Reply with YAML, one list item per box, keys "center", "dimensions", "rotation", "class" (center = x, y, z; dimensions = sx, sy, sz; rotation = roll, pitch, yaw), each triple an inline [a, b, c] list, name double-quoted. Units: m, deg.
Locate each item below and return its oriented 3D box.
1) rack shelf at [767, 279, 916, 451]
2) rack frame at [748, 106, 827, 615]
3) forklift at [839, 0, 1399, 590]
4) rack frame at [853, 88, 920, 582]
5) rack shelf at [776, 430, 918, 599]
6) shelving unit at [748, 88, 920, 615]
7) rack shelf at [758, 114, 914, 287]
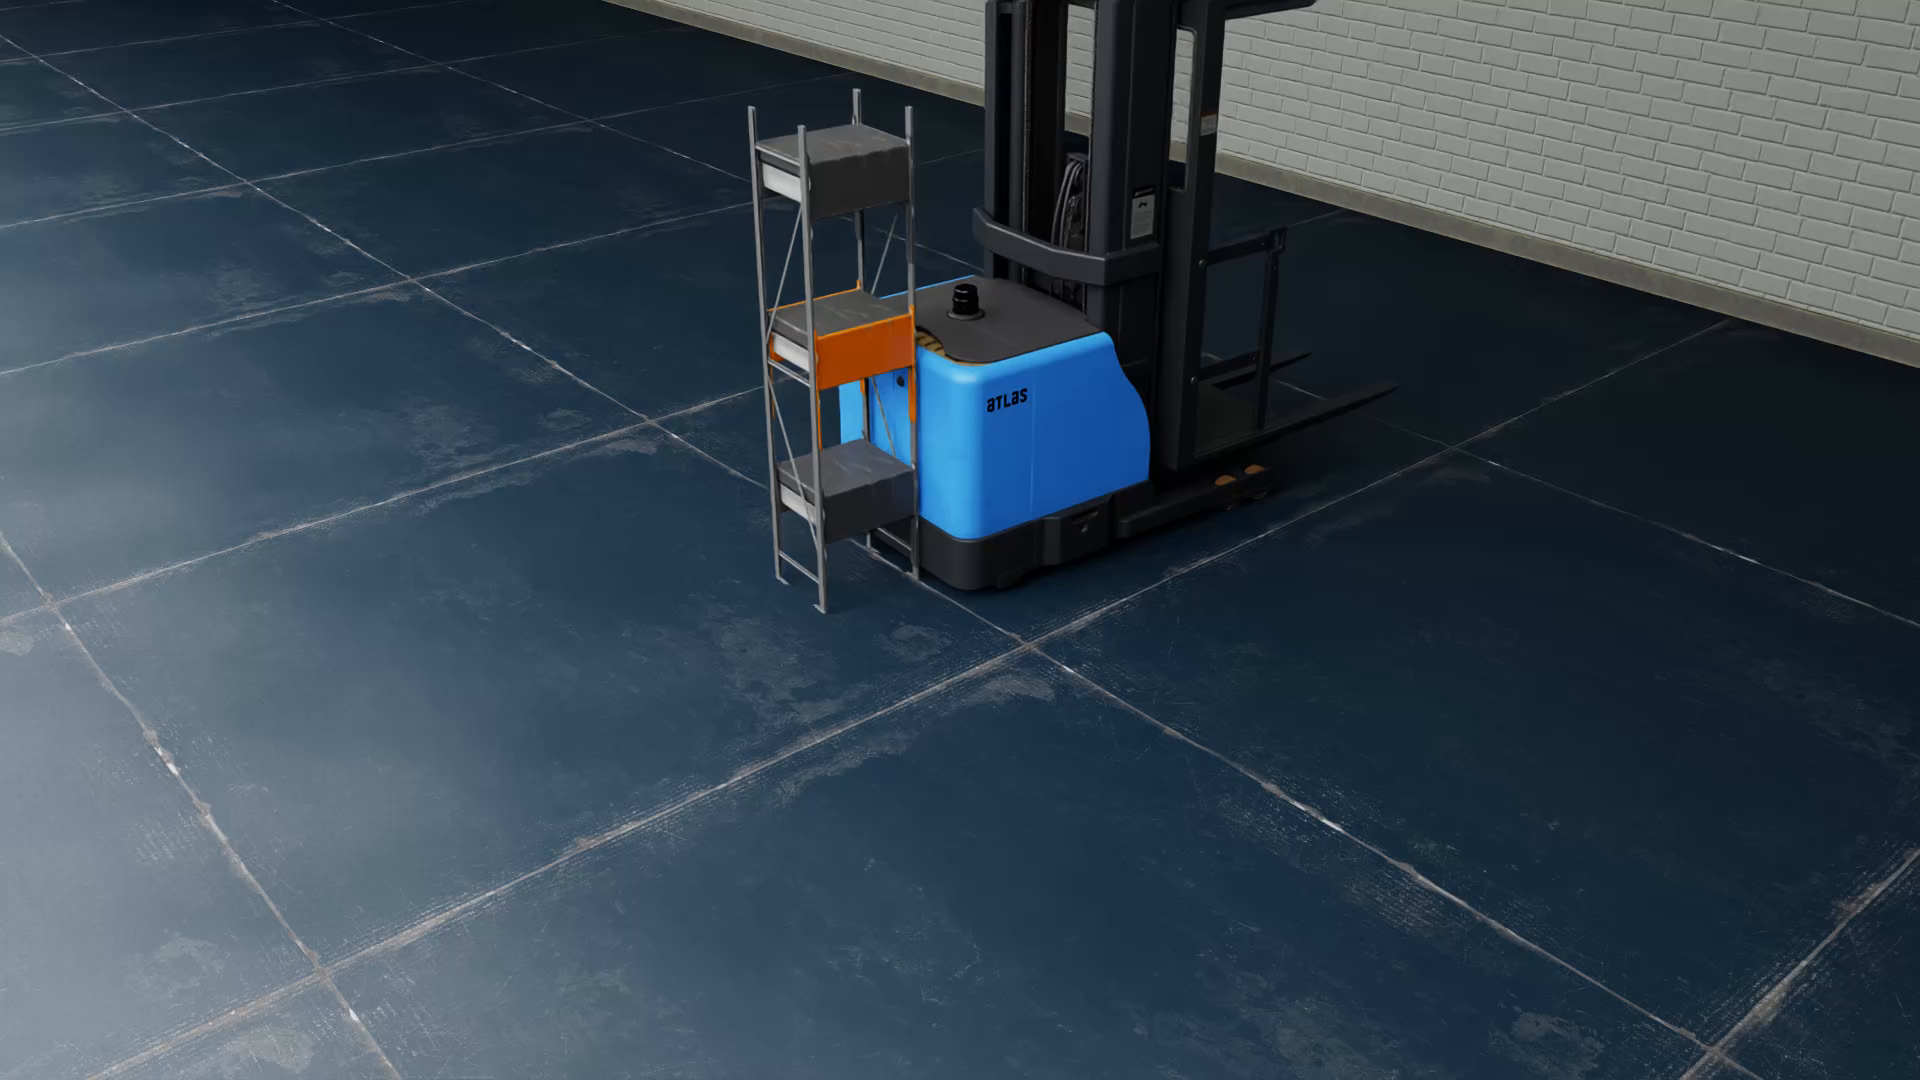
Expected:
- center: [-0.501, -0.736, 6.929]
  dimensions: [0.480, 0.518, 0.431]
  rotation: [-19, 34, -32]
  class: "rack shelf"
- center: [-0.696, -0.680, 6.794]
  dimensions: [0.015, 2.100, 0.400]
  rotation: [-19, 34, -32]
  class: "rack frame"
- center: [0.919, -1.617, 7.665]
  dimensions: [3.031, 2.935, 1.130]
  rotation: [-19, 34, -32]
  class: "forklift"
- center: [-0.305, -0.817, 7.052]
  dimensions: [0.015, 2.100, 0.400]
  rotation: [-19, 34, -32]
  class: "rack frame"
- center: [-0.501, -0.119, 7.259]
  dimensions: [0.480, 0.518, 0.431]
  rotation: [-19, 34, -32]
  class: "rack shelf"
- center: [-0.501, -0.748, 6.923]
  dimensions: [0.503, 2.100, 0.431]
  rotation: [-19, 34, -32]
  class: "shelving unit"
- center: [-0.501, -1.354, 6.599]
  dimensions: [0.480, 0.518, 0.431]
  rotation: [-19, 34, -32]
  class: "rack shelf"
